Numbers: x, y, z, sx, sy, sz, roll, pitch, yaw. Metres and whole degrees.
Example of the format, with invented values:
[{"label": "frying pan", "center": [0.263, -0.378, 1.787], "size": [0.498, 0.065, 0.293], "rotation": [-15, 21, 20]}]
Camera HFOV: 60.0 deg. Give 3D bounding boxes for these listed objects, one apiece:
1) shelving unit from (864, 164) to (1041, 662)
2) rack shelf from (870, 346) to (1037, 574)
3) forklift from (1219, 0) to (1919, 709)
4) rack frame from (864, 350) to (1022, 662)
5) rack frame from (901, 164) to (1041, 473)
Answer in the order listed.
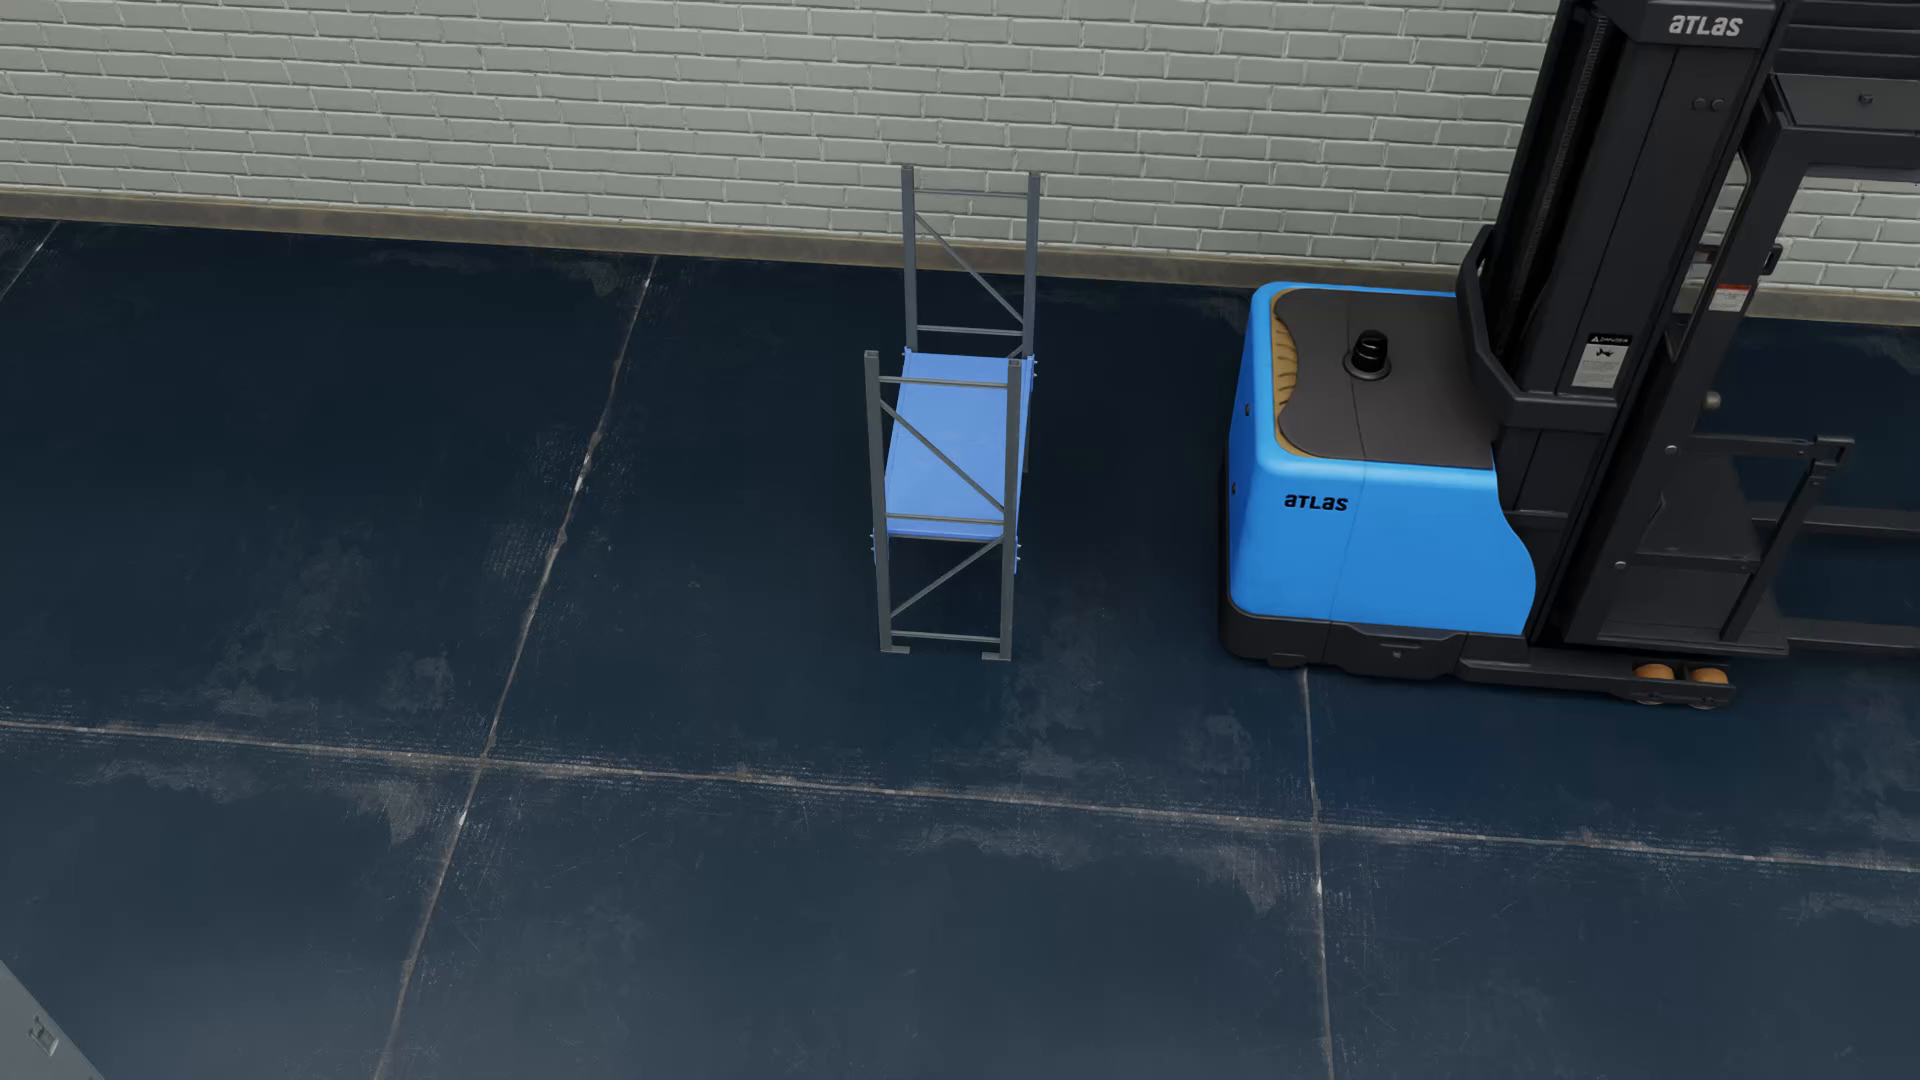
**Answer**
[{"label": "shelving unit", "center": [-0.008, -0.443, 6.165], "size": [0.538, 1.500, 1.048], "rotation": [4, 48, 4]}, {"label": "rack shelf", "center": [-0.008, -0.322, 6.298], "size": [0.538, 0.185, 1.000], "rotation": [4, 48, 4]}, {"label": "forklift", "center": [2.540, -0.775, 5.498], "size": [3.031, 2.935, 1.130], "rotation": [4, 48, 4]}, {"label": "rack frame", "center": [-0.054, -0.070, 5.824], "size": [0.500, 1.500, 0.032], "rotation": [4, 48, 4]}, {"label": "rack frame", "center": [0.039, -0.817, 6.507], "size": [0.500, 1.500, 0.032], "rotation": [4, 48, 4]}]
